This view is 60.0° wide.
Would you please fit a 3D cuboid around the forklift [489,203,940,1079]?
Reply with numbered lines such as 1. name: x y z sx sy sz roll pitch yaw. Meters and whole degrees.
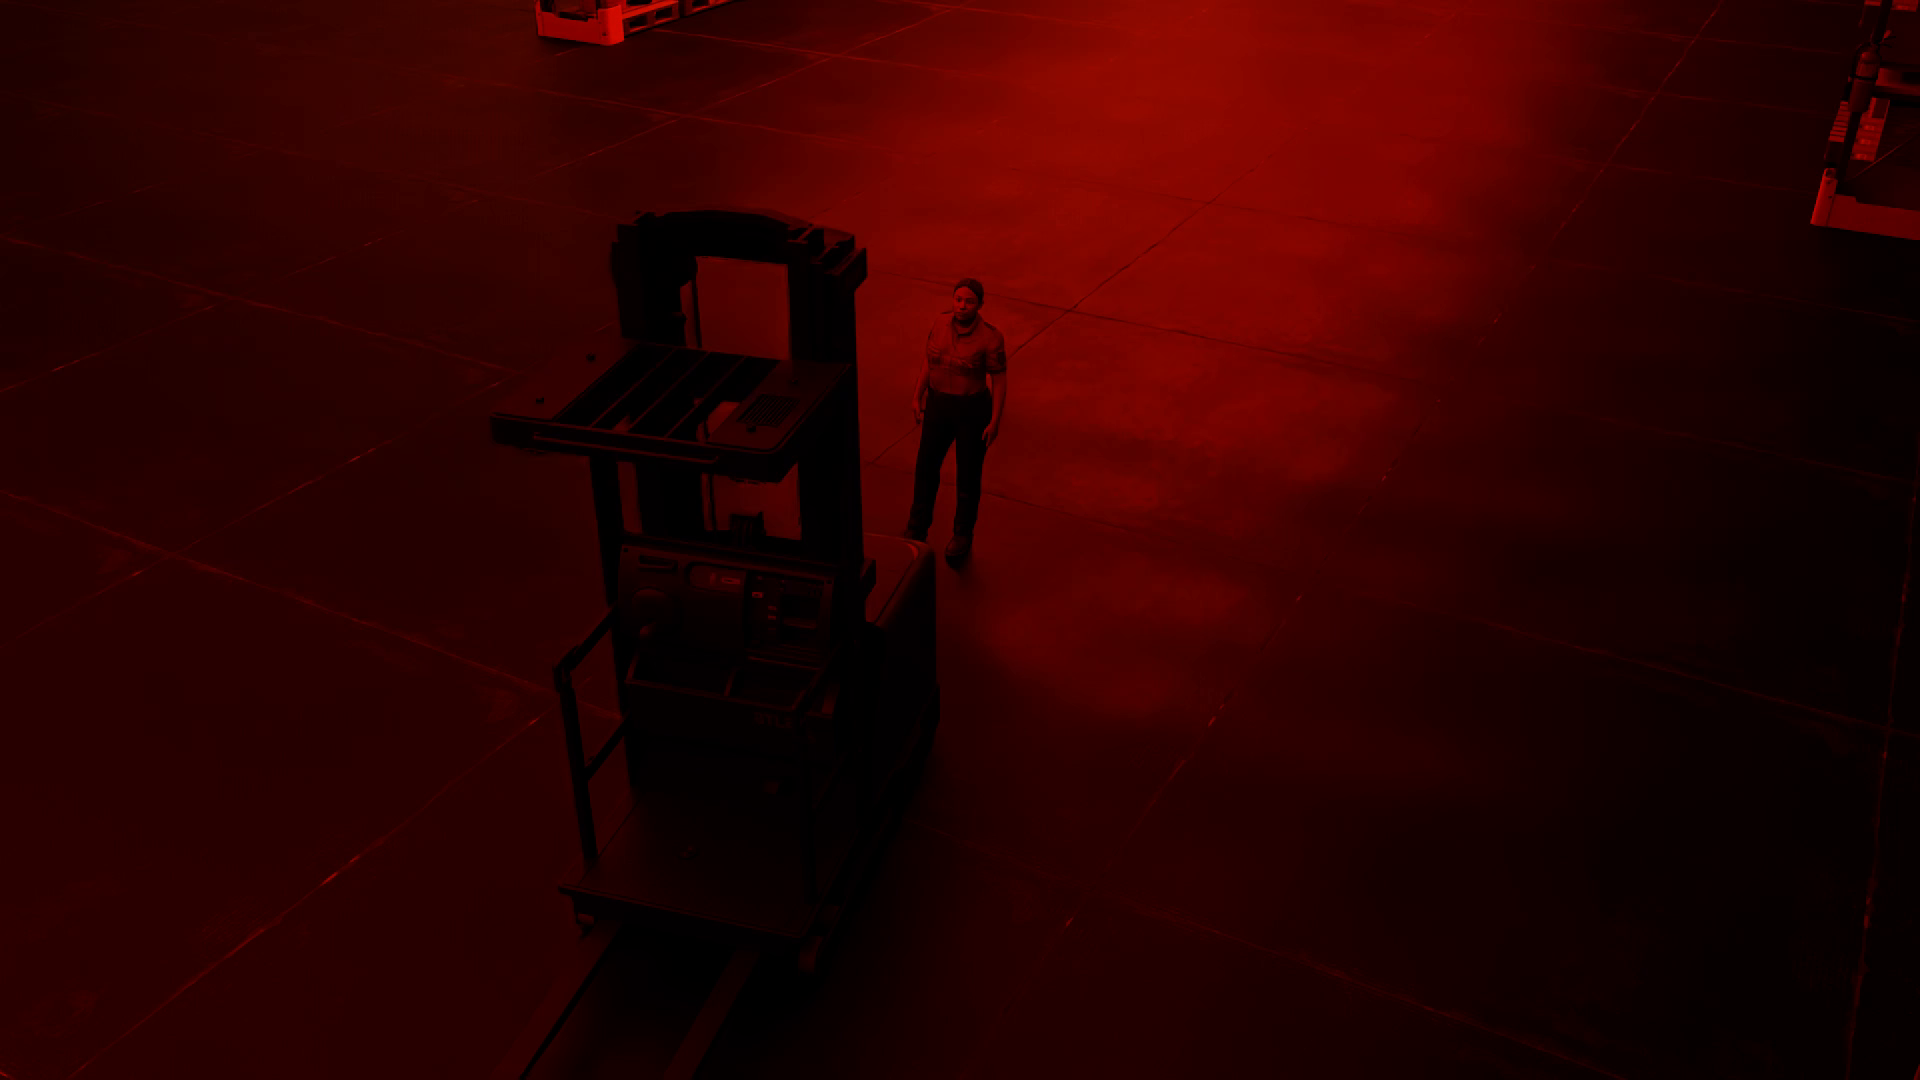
1. forklift: -1.005 0.308 6.536 1.130 2.935 3.031 8 31 14

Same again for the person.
1. person: -0.063 -0.687 9.529 0.598 1.651 0.503 15 33 25
